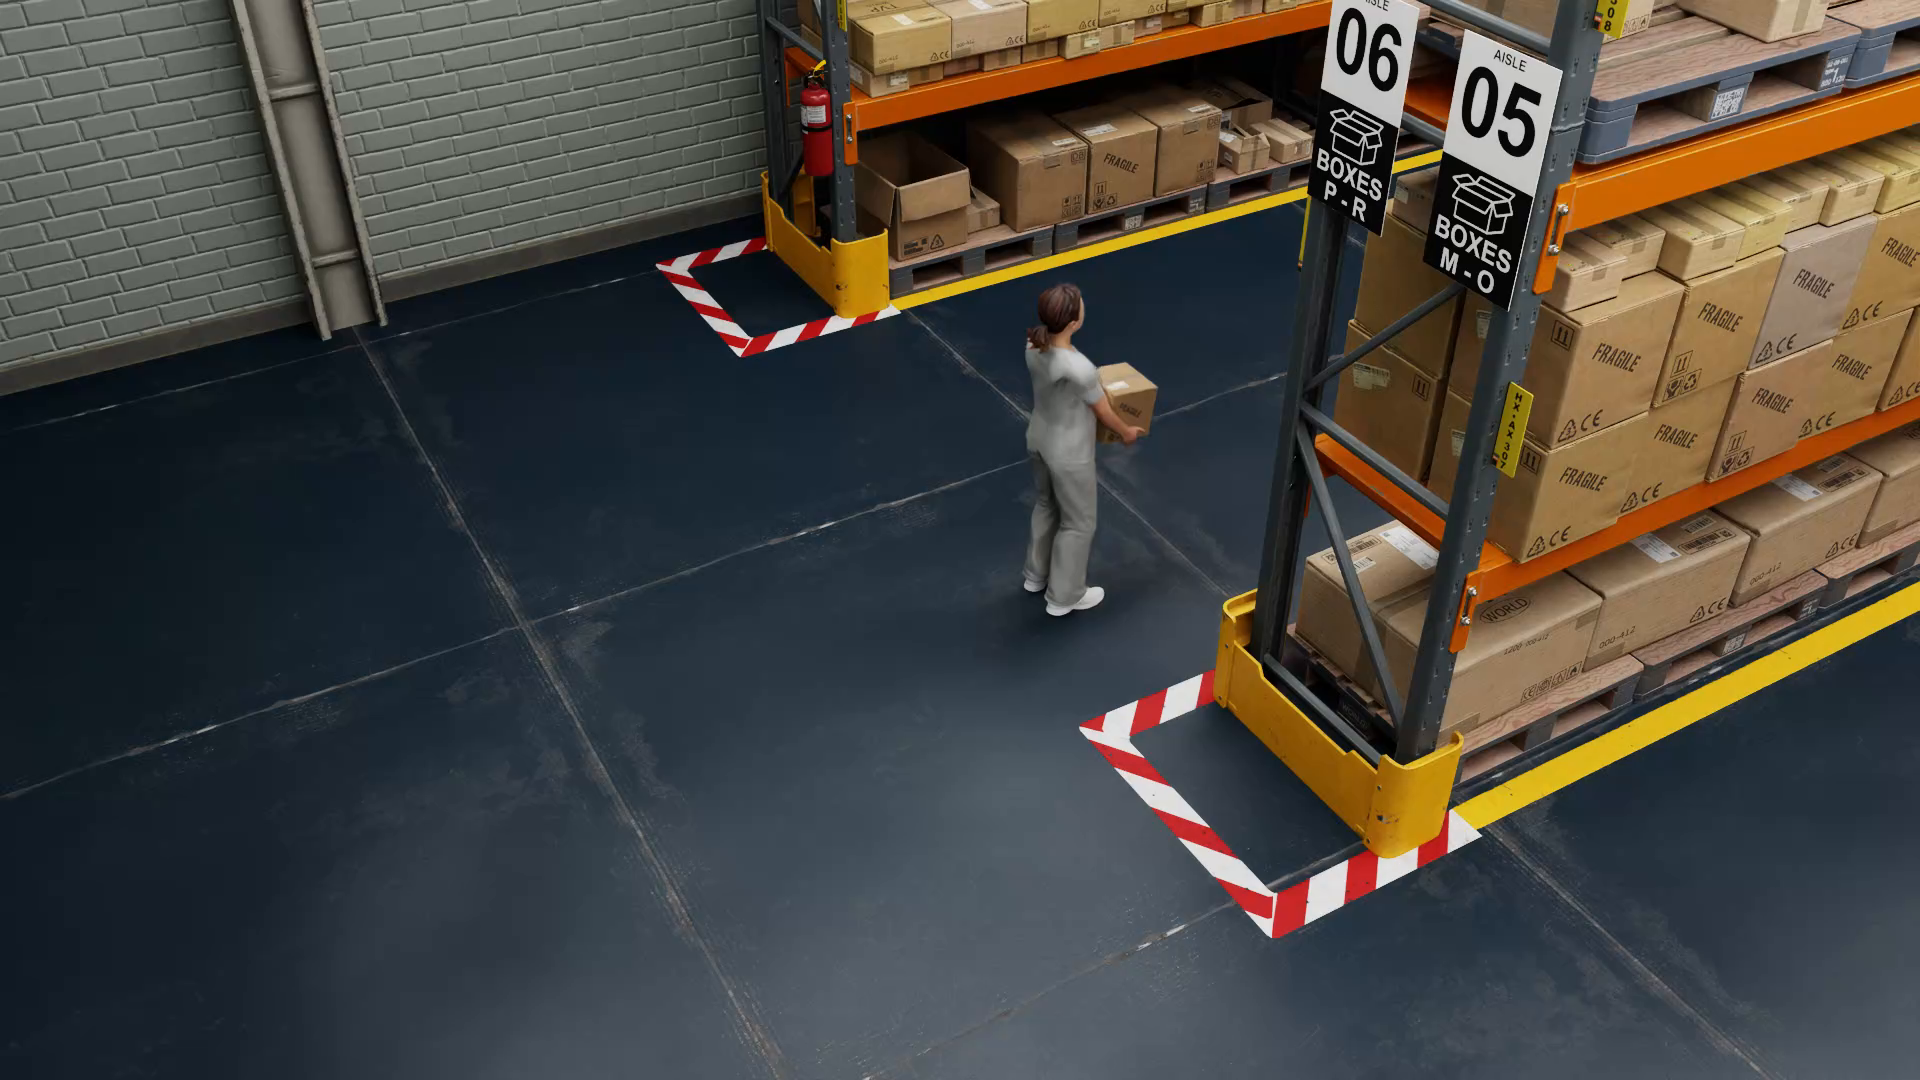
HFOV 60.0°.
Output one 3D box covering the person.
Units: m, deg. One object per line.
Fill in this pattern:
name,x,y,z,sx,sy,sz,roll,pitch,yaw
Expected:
person,0.528,-0.429,7.509,0.542,1.668,0.424,-19,41,-24
